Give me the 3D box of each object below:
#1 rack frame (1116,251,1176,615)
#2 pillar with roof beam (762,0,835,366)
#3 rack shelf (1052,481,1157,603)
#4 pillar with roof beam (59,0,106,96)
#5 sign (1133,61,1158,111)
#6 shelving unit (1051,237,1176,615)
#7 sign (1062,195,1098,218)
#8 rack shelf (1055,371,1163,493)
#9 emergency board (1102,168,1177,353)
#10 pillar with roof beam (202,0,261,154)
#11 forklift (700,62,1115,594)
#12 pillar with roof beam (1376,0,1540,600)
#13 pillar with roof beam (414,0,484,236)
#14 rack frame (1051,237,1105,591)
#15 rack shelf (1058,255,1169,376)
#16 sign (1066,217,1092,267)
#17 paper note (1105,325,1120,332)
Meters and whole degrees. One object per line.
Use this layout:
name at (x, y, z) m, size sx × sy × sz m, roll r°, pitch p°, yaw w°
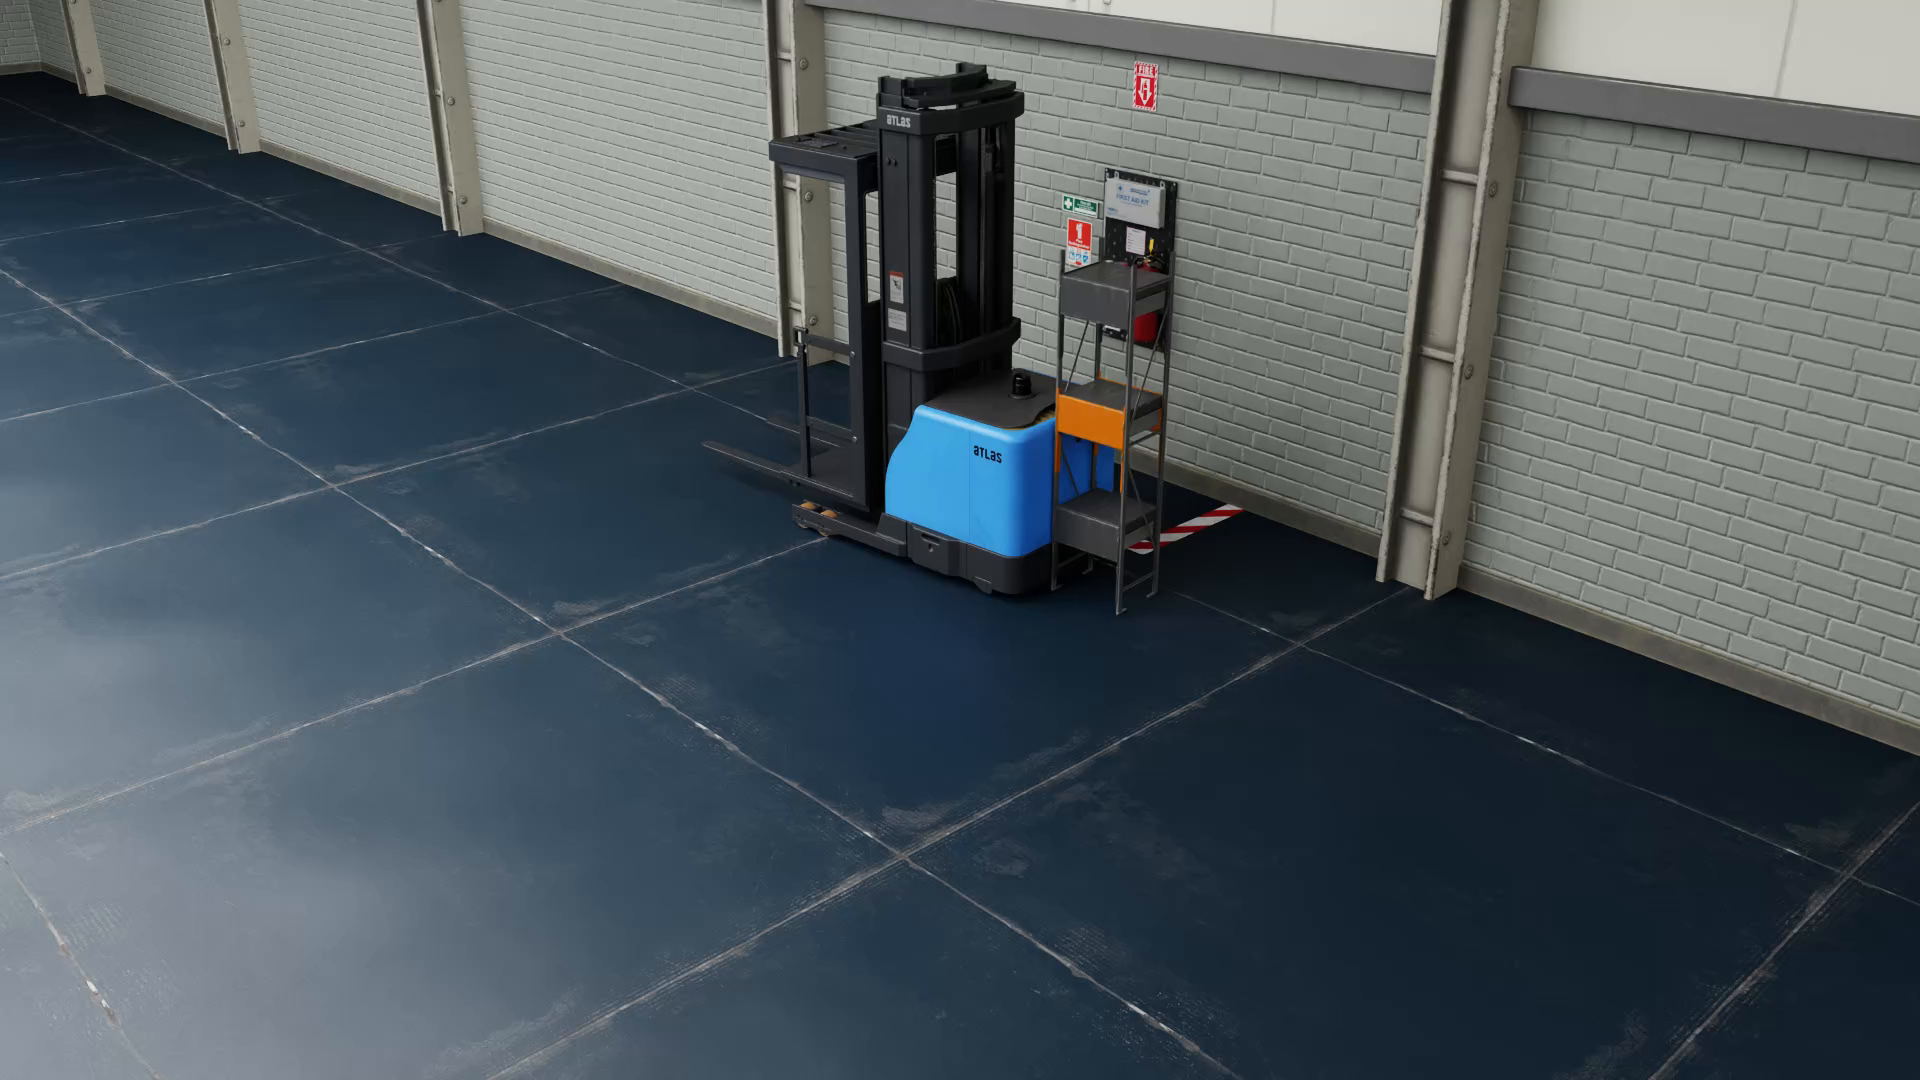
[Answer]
rack frame at (1.055, -0.576, 9.483) m, size 0.015 × 2.100 × 0.400 m, roll 20°, pitch 31°, yaw 37°
pillar with roof beam at (-4.445, -4.431, 9.621) m, size 9.100 × 9.000 × 0.400 m, roll -21°, pitch 32°, yaw -38°
rack shelf at (0.872, 0.007, 9.925) m, size 0.480 × 0.518 × 0.431 m, roll 20°, pitch 31°, yaw 37°
pillar with roof beam at (-16.748, -9.885, 21.575) m, size 9.100 × 9.000 × 0.400 m, roll -21°, pitch 32°, yaw -38°
sign at (1.204, -2.950, 10.810) m, size 0.001 × 0.298 × 0.199 m, roll -21°, pitch 32°, yaw -38°
shelving unit at (0.872, -0.643, 9.629) m, size 0.503 × 2.100 × 0.431 m, roll 20°, pitch 31°, yaw 37°
sign at (0.831, -2.315, 11.529) m, size 0.001 × 0.109 × 0.331 m, roll -21°, pitch 32°, yaw -38°
rack shelf at (0.872, -0.630, 9.635) m, size 0.480 × 0.518 × 0.431 m, roll 20°, pitch 31°, yaw 37°
emergency board at (1.137, -1.865, 11.224) m, size 0.194 × 1.169 × 0.643 m, roll -21°, pitch 32°, yaw -38°
pillar with roof beam at (-12.647, -8.067, 17.590) m, size 9.100 × 9.000 × 0.400 m, roll -21°, pitch 32°, yaw -38°
forklift at (-0.470, -1.504, 10.515) m, size 3.031 × 2.935 × 1.130 m, roll 20°, pitch 31°, yaw 37°
pillar with roof beam at (-0.344, -2.613, 5.636) m, size 9.100 × 9.000 × 0.400 m, roll -21°, pitch 32°, yaw -38°
pillar with roof beam at (-8.546, -6.249, 13.606) m, size 9.100 × 9.000 × 0.400 m, roll -21°, pitch 32°, yaw -38°
rack frame at (0.688, -0.709, 9.775) m, size 0.015 × 2.100 × 0.400 m, roll 20°, pitch 31°, yaw 37°
rack shelf at (0.872, -1.267, 9.344) m, size 0.480 × 0.518 × 0.431 m, roll 20°, pitch 31°, yaw 37°
sign at (0.834, -2.078, 11.647) m, size 0.001 × 0.329 × 0.234 m, roll -21°, pitch 32°, yaw -38°
paper note at (1.066, -1.537, 11.567) m, size 0.016 × 0.148 × 0.142 m, roll -21°, pitch 32°, yaw -38°
